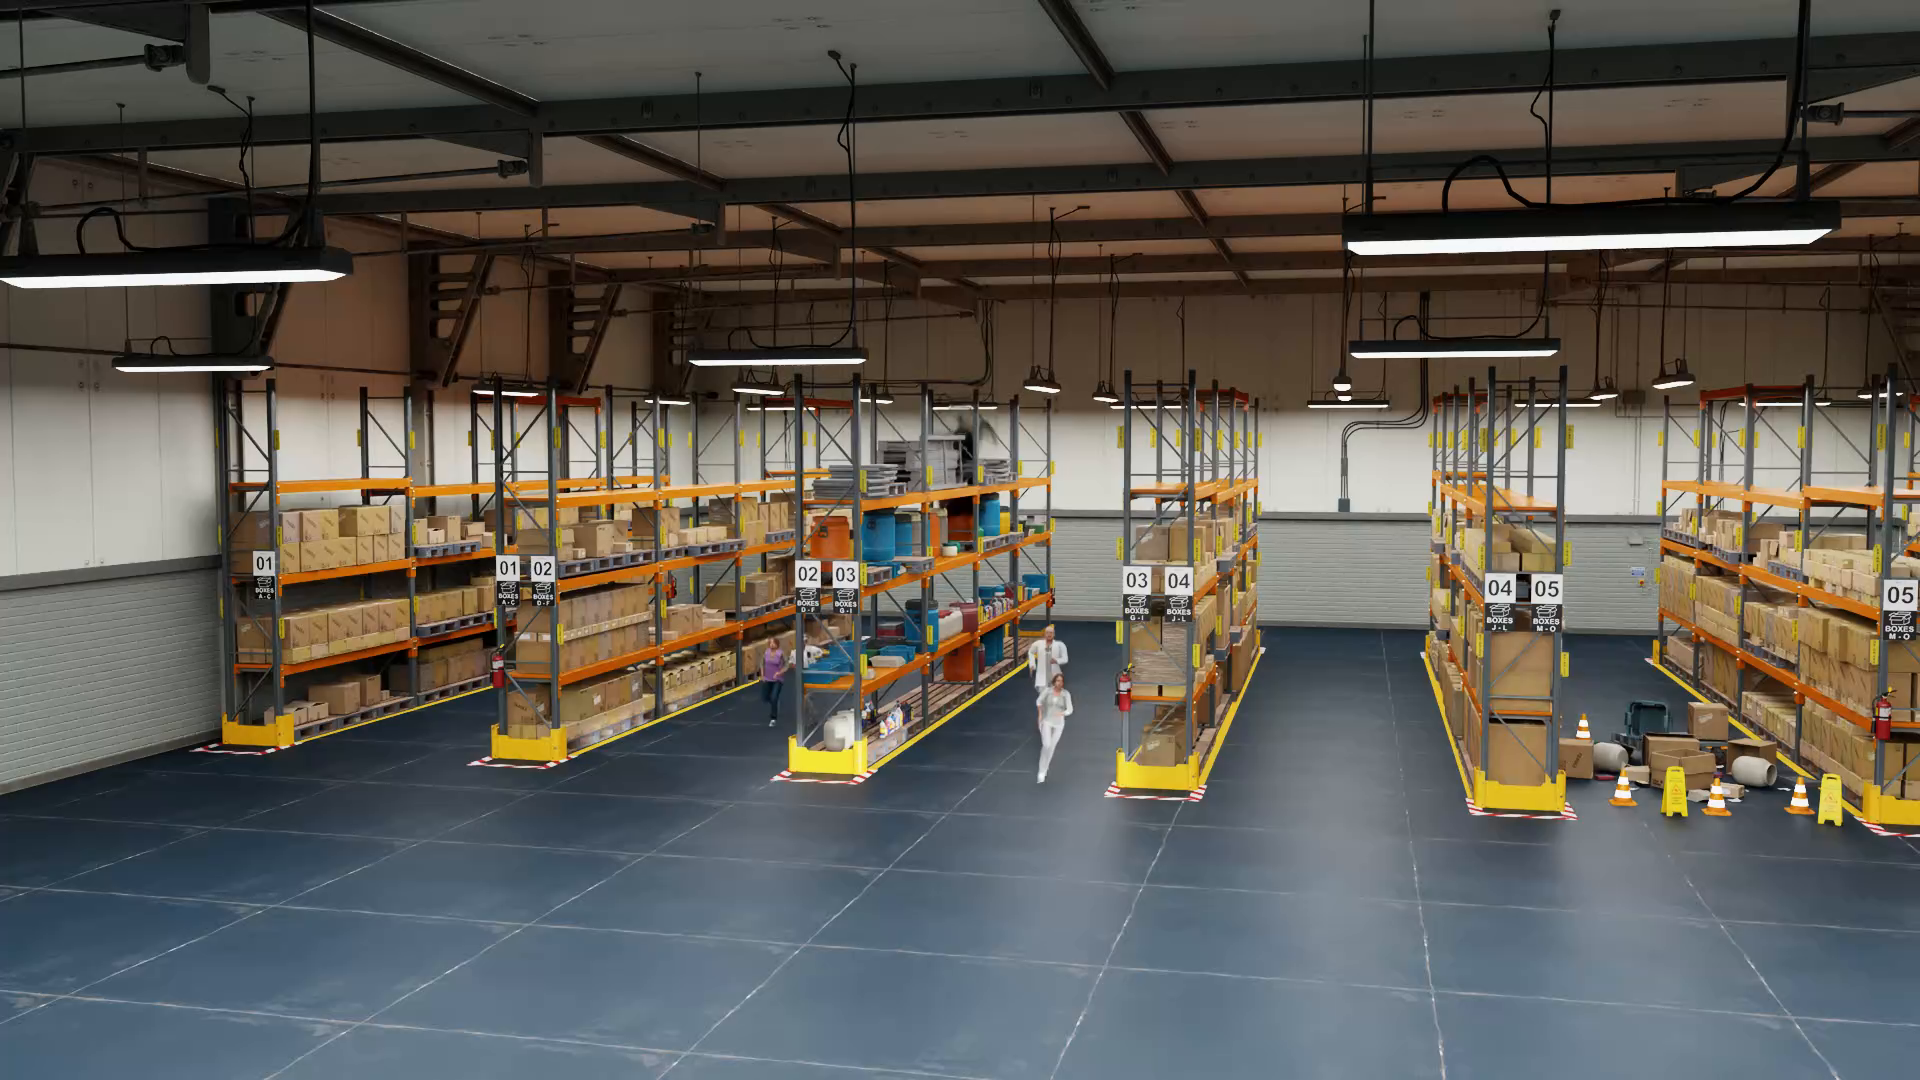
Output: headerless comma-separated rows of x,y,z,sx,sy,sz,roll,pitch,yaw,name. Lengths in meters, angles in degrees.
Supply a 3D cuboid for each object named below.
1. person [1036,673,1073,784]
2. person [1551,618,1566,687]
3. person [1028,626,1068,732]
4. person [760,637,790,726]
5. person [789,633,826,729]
1.380,2.761,24.446,0.528,1.601,0.639,0,3,-4,person
11.873,2.102,33.529,0.671,1.840,0.786,1,3,9,person
1.524,2.401,28.689,0.675,1.830,0.810,0,3,0,person
-3.273,2.488,29.298,0.577,1.543,0.545,1,4,16,person
-2.663,2.427,28.905,0.602,1.684,0.804,1,4,16,person
